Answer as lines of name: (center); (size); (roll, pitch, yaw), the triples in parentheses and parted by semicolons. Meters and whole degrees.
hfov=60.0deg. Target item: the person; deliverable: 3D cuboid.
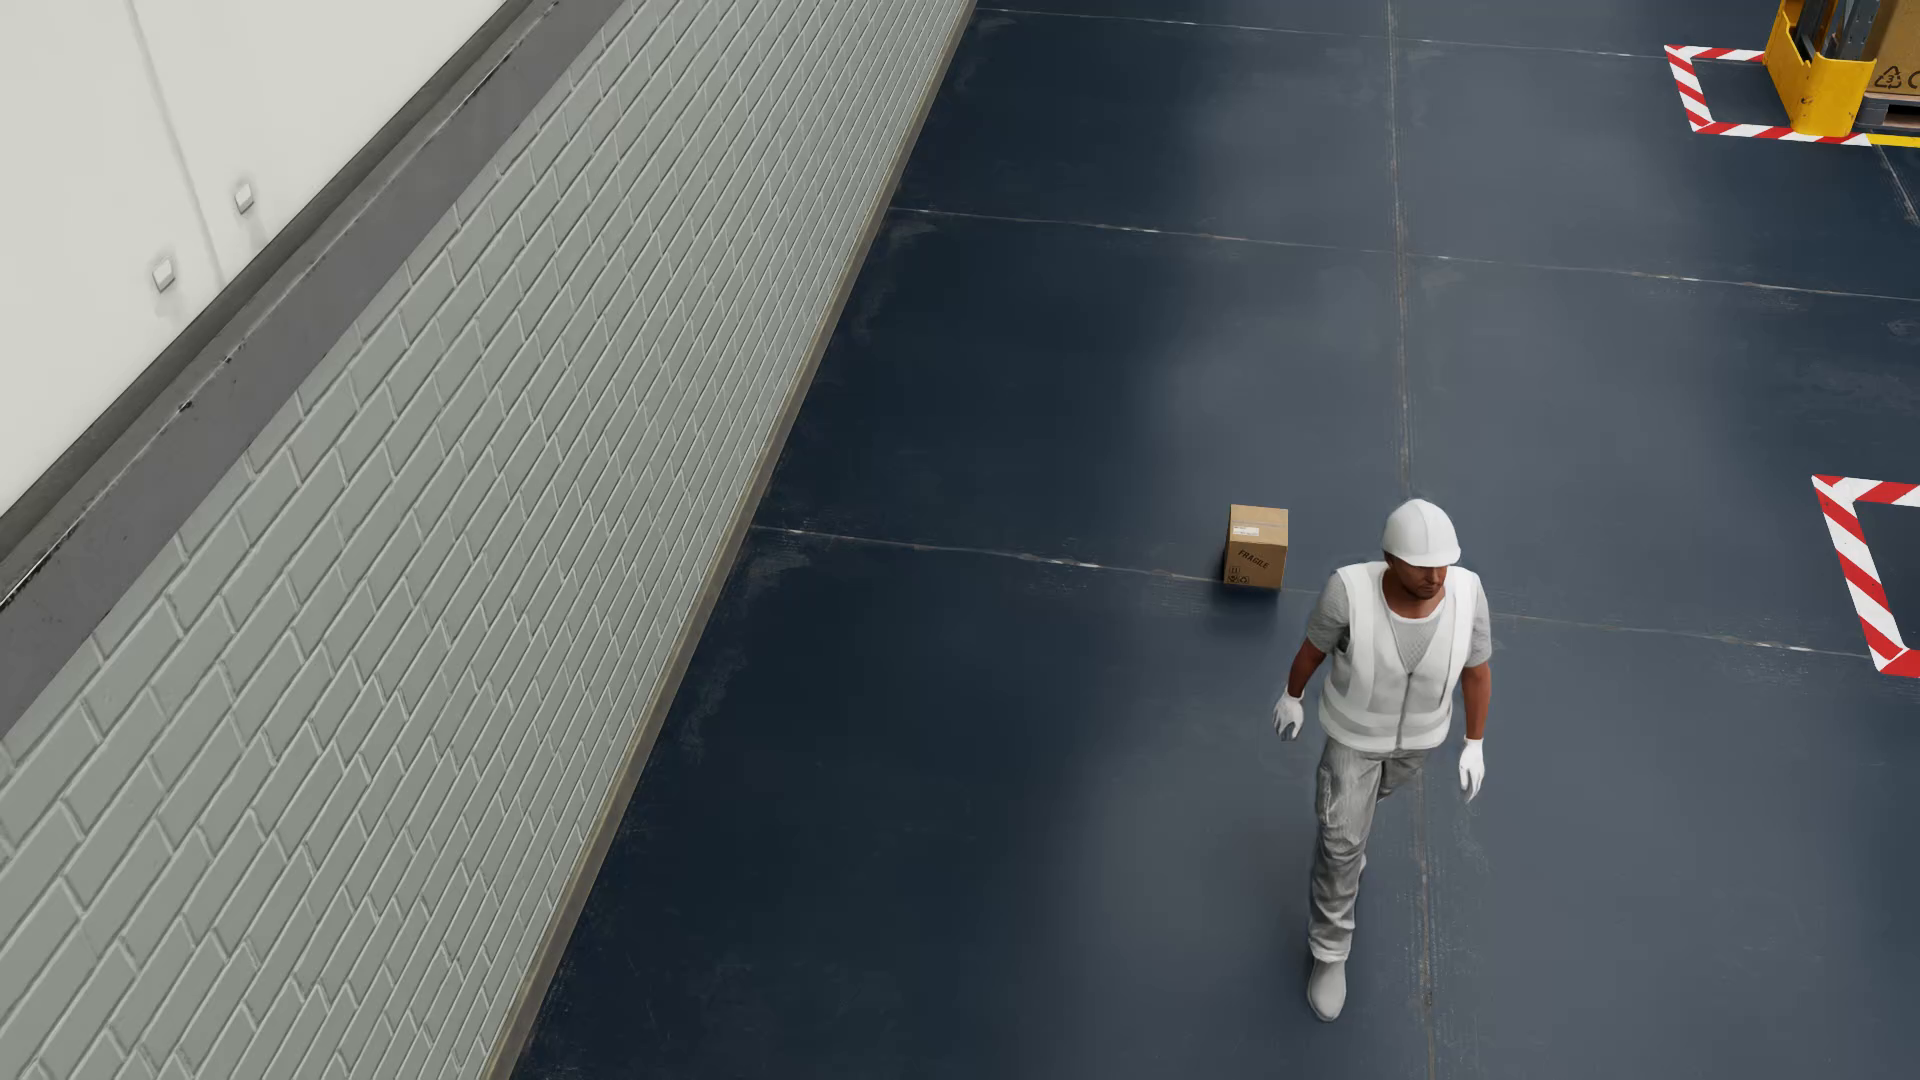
person: (1.373, 0.657, 5.356); (0.608, 1.787, 0.853); (-4, 40, -4)
